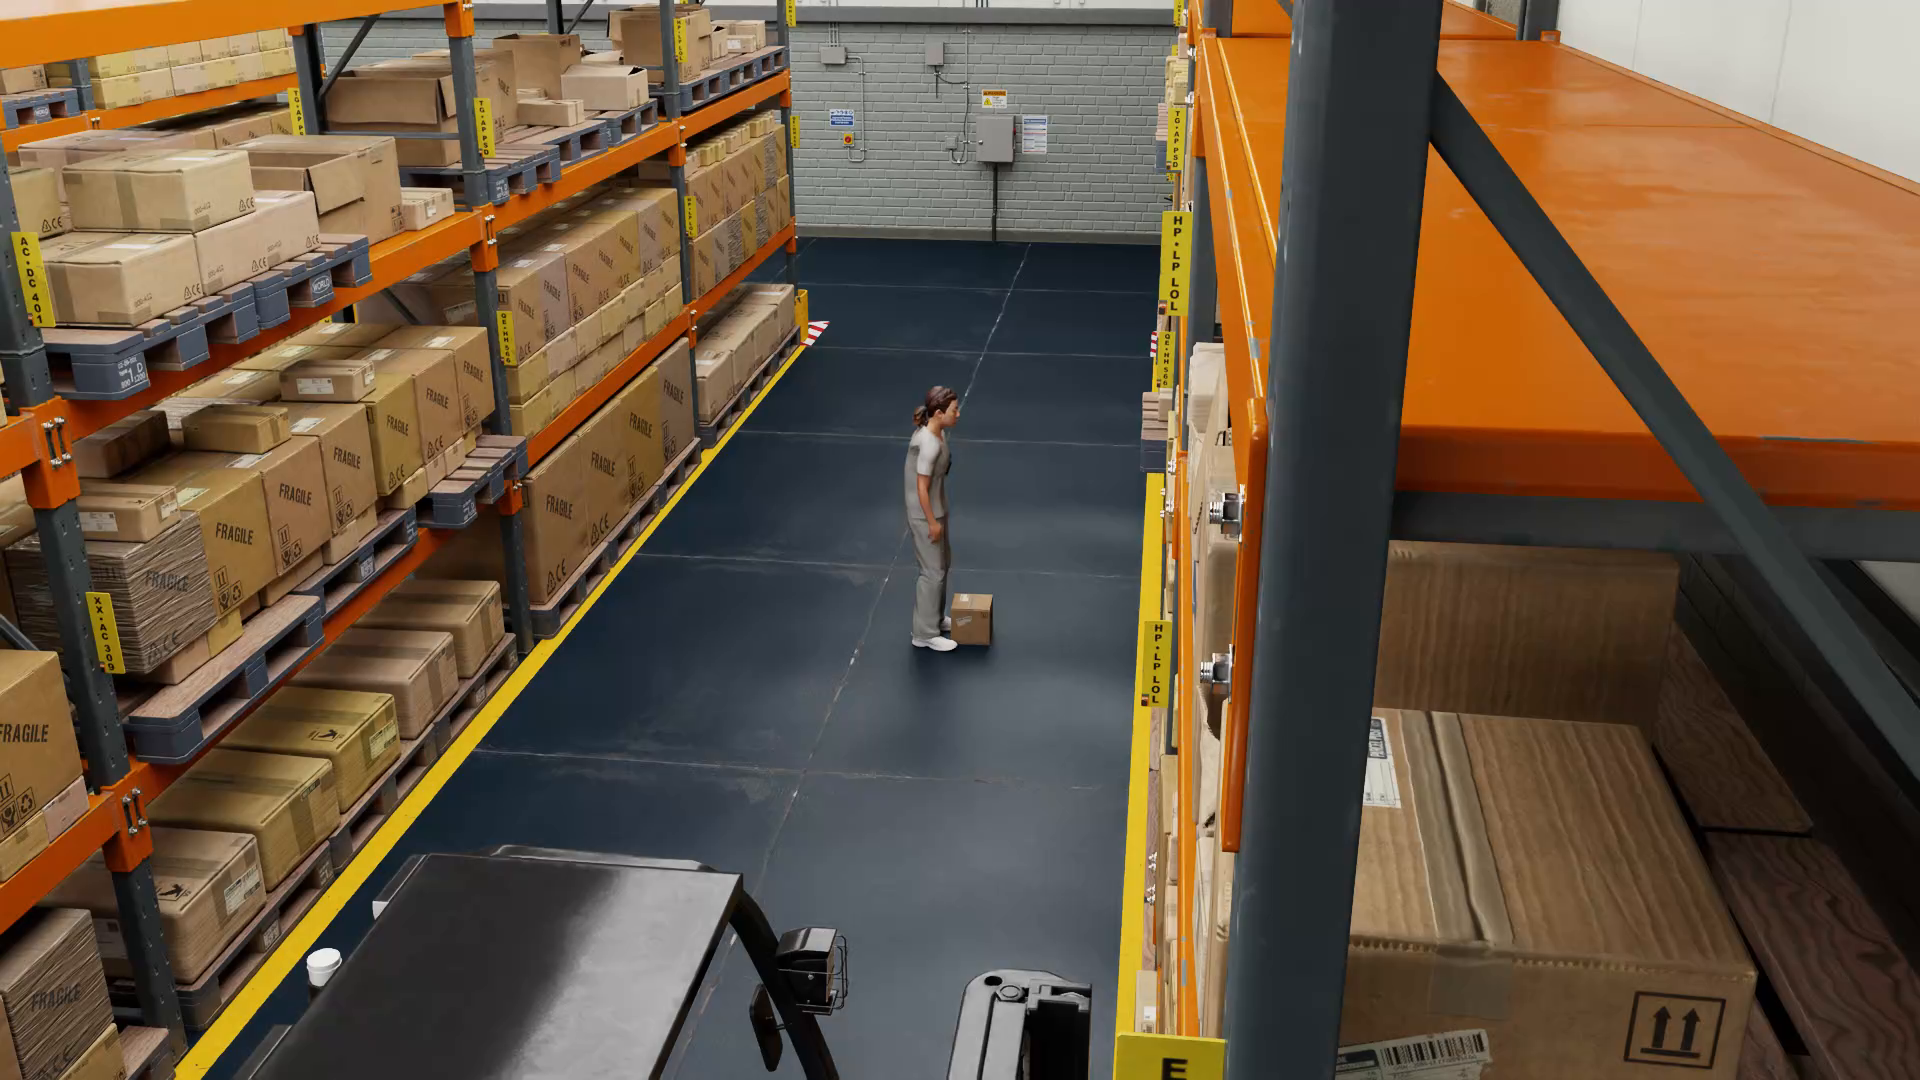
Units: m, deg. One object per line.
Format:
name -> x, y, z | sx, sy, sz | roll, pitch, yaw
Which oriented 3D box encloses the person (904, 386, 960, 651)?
person -> -0.168, -0.147, 10.496 | 0.355, 1.650, 0.489 | 2, 21, 6
